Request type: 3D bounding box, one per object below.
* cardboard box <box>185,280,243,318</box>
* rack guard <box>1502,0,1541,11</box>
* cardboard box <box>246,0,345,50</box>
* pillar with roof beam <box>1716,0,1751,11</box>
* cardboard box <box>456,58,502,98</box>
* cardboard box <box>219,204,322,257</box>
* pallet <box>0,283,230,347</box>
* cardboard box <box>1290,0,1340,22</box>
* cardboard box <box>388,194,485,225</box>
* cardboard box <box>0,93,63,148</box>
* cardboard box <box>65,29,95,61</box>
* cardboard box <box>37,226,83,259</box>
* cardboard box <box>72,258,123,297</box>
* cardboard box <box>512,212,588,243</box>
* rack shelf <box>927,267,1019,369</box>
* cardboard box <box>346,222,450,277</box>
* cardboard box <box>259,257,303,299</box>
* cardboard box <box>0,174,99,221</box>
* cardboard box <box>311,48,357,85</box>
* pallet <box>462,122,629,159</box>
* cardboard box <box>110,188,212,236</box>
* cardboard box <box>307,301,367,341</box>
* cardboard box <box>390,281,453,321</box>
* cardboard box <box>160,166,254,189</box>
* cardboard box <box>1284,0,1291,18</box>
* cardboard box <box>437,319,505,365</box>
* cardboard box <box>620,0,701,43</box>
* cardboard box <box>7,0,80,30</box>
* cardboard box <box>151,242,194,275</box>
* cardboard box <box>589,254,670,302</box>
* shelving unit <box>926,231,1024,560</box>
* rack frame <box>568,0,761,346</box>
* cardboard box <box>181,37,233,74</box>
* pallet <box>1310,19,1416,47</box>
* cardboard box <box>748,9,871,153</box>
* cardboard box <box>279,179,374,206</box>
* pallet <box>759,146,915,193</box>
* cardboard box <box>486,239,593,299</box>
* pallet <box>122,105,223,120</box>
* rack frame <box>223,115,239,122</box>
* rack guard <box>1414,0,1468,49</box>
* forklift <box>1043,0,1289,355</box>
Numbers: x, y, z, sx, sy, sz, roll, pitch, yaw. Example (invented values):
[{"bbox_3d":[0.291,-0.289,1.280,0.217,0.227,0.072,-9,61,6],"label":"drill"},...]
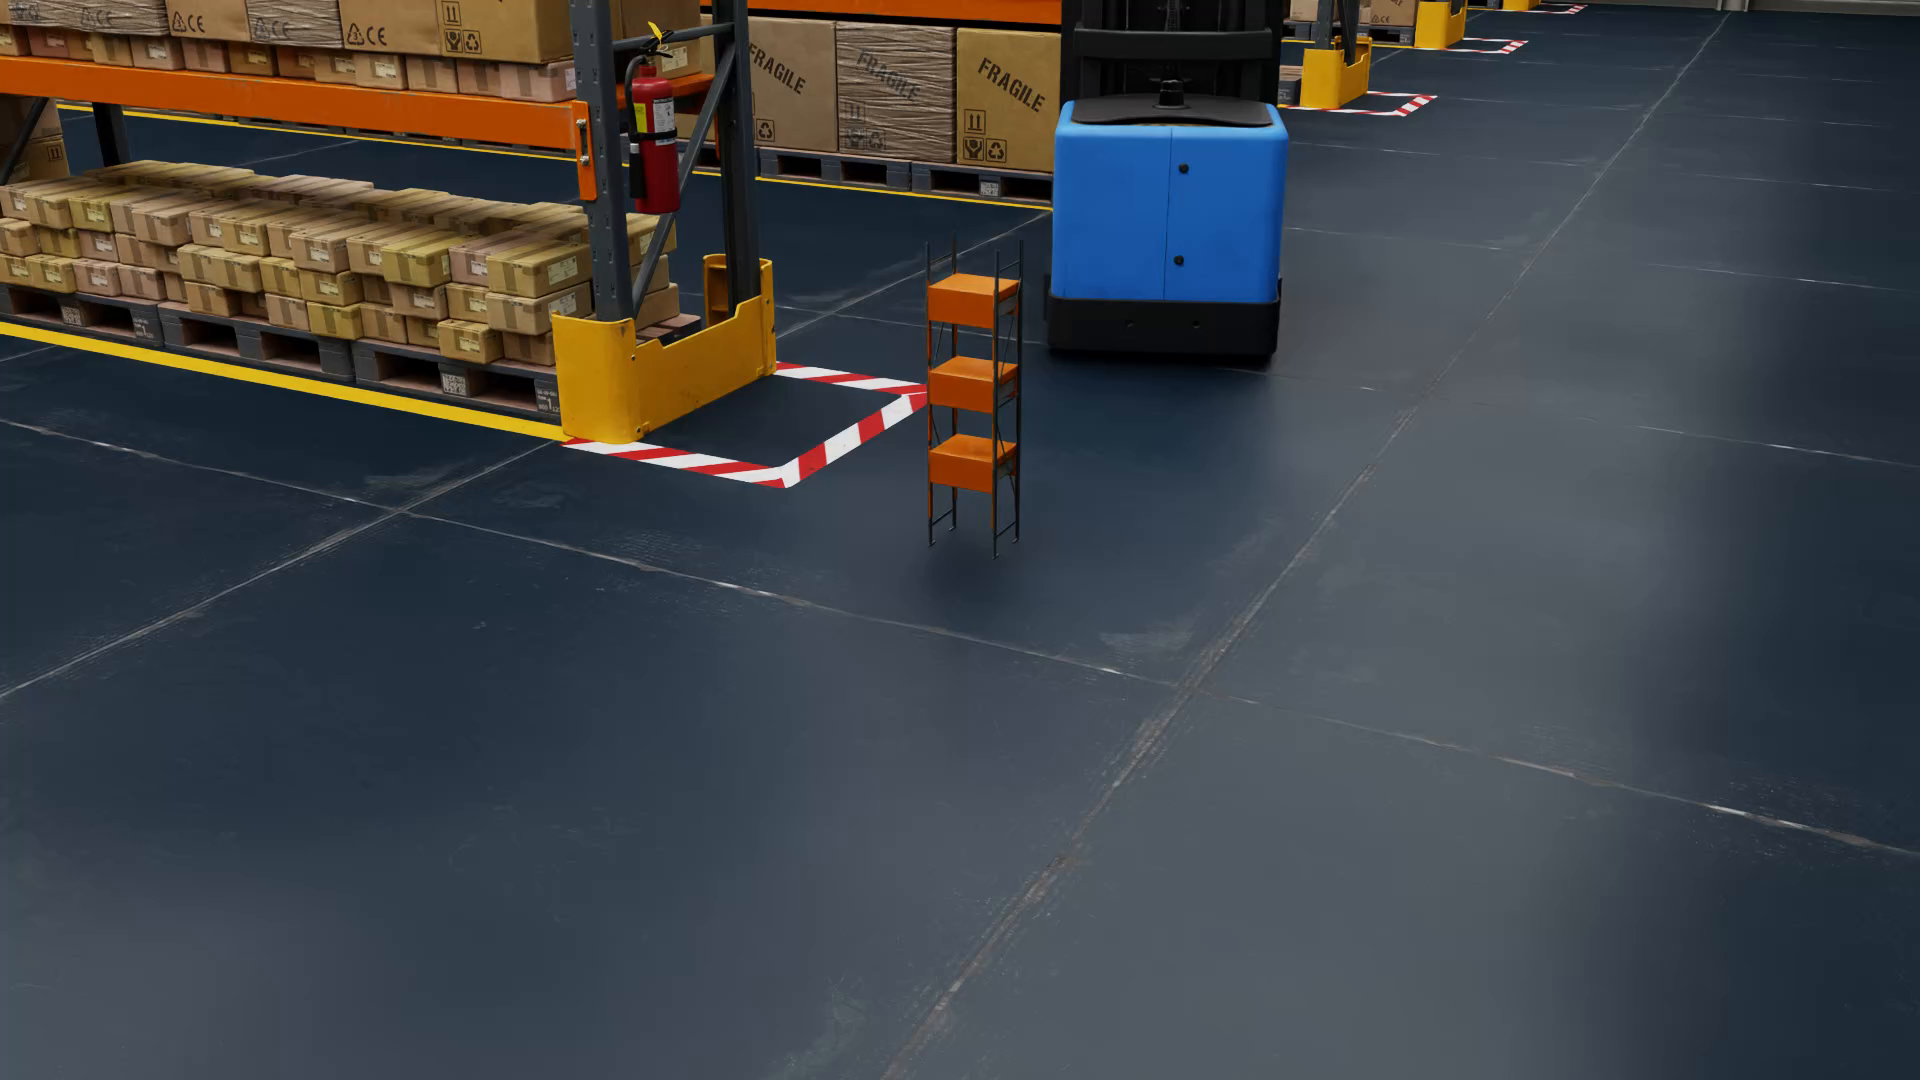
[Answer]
[{"bbox_3d":[-3.373,-1.169,7.773,0.250,0.149,0.380,10,25,23],"label":"cardboard box"},{"bbox_3d":[7.895,-7.723,23.271,0.348,0.500,1.175,11,25,25],"label":"rack guard"},{"bbox_3d":[-2.591,-2.324,6.875,0.500,0.500,0.500,11,26,25],"label":"cardboard box"},{"bbox_3d":[8.731,-9.960,17.671,0.400,9.000,9.100,11,25,25],"label":"pillar with roof beam"},{"bbox_3d":[-1.783,-1.873,6.643,0.250,0.149,0.380,11,25,24],"label":"cardboard box"},{"bbox_3d":[-3.132,-1.416,7.594,0.250,0.149,0.380,11,26,25],"label":"cardboard box"},{"bbox_3d":[-4.114,-1.290,8.513,1.213,0.211,1.003,11,25,25],"label":"pallet"},{"bbox_3d":[4.211,-6.272,19.616,0.500,0.250,0.500,11,25,25],"label":"cardboard box"},{"bbox_3d":[-2.443,-1.502,7.796,0.250,0.149,0.380,12,26,27],"label":"cardboard box"},{"bbox_3d":[-5.269,-2.290,9.001,0.500,0.250,0.500,10,25,22],"label":"cardboard box"},{"bbox_3d":[-3.858,-2.301,7.649,0.250,0.149,0.380,10,25,22],"label":"cardboard box"},{"bbox_3d":[-4.284,-1.508,8.190,0.250,0.149,0.380,11,26,25],"label":"cardboard box"},{"bbox_3d":[-4.066,-1.311,8.107,0.250,0.149,0.380,11,25,24],"label":"cardboard box"},{"bbox_3d":[-1.774,-1.346,7.428,0.250,0.149,0.380,12,26,25],"label":"cardboard box"},{"bbox_3d":[0.048,-0.725,5.415,0.240,0.259,0.215,11,25,25],"label":"rack shelf"},{"bbox_3d":[-2.435,-1.267,7.242,0.250,0.149,0.380,10,25,22],"label":"cardboard box"},{"bbox_3d":[-2.912,-1.215,7.499,0.250,0.149,0.380,13,26,27],"label":"cardboard box"},{"bbox_3d":[-4.515,-1.701,8.263,0.250,0.149,0.380,12,26,27],"label":"cardboard box"},{"bbox_3d":[-2.474,-2.006,6.955,0.250,0.149,0.380,10,25,22],"label":"cardboard box"},{"bbox_3d":[-3.124,-3.220,13.053,1.213,0.211,1.003,11,25,25],"label":"pallet"},{"bbox_3d":[-3.805,-1.566,7.946,0.250,0.149,0.380,10,25,23],"label":"cardboard box"},{"bbox_3d":[-2.678,-1.023,7.430,0.250,0.149,0.380,10,25,22],"label":"cardboard box"},{"bbox_3d":[-2.224,-1.076,7.173,0.250,0.149,0.380,10,25,22],"label":"cardboard box"},{"bbox_3d":[-3.823,-1.790,8.472,0.250,0.149,0.380,11,25,24],"label":"cardboard box"},{"bbox_3d":[3.751,-6.577,20.009,0.637,0.503,0.797,11,25,25],"label":"cardboard box"},{"bbox_3d":[-1.998,-0.884,7.103,0.250,0.149,0.380,12,26,26],"label":"cardboard box"},{"bbox_3d":[-1.435,-2.332,6.892,0.500,0.500,0.500,13,26,27],"label":"cardboard box"},{"bbox_3d":[-3.956,-2.602,7.527,0.500,0.500,0.500,11,25,25],"label":"cardboard box"},{"bbox_3d":[-3.576,-1.373,7.871,0.250,0.149,0.380,12,26,27],"label":"cardboard box"},{"bbox_3d":[-1.511,-1.173,7.402,0.250,0.149,0.380,12,26,27],"label":"cardboard box"},{"bbox_3d":[0.048,-0.474,5.522,0.252,1.050,0.215,11,25,25],"label":"shelving unit"},{"bbox_3d":[-1.159,-1.973,6.557,0.127,3.000,1.000,11,25,25],"label":"rack frame"},{"bbox_3d":[-3.167,-2.153,7.300,0.250,0.149,0.380,12,26,27],"label":"cardboard box"},{"bbox_3d":[4.862,-6.017,19.629,1.213,0.211,1.003,11,25,25],"label":"pallet"},{"bbox_3d":[-1.045,-3.306,11.869,0.875,0.875,0.875,11,25,25],"label":"cardboard box"},{"bbox_3d":[-3.097,-1.658,8.161,0.250,0.149,0.380,10,25,23],"label":"cardboard box"},{"bbox_3d":[-0.665,-2.734,11.909,1.213,0.211,1.003,11,25,25],"label":"pallet"},{"bbox_3d":[-1.746,-1.133,6.927,0.250,0.149,0.380,12,26,25],"label":"cardboard box"},{"bbox_3d":[-6.667,-3.955,14.781,1.213,0.211,1.003,11,25,25],"label":"pallet"},{"bbox_3d":[-5.971,-5.100,13.910,0.127,3.000,1.000,11,25,25],"label":"rack frame"},{"bbox_3d":[5.574,-6.010,19.243,0.348,0.500,1.175,11,25,25],"label":"rack guard"},{"bbox_3d":[1.068,-2.724,8.411,1.130,2.935,3.031,2,23,5],"label":"forklift"}]
